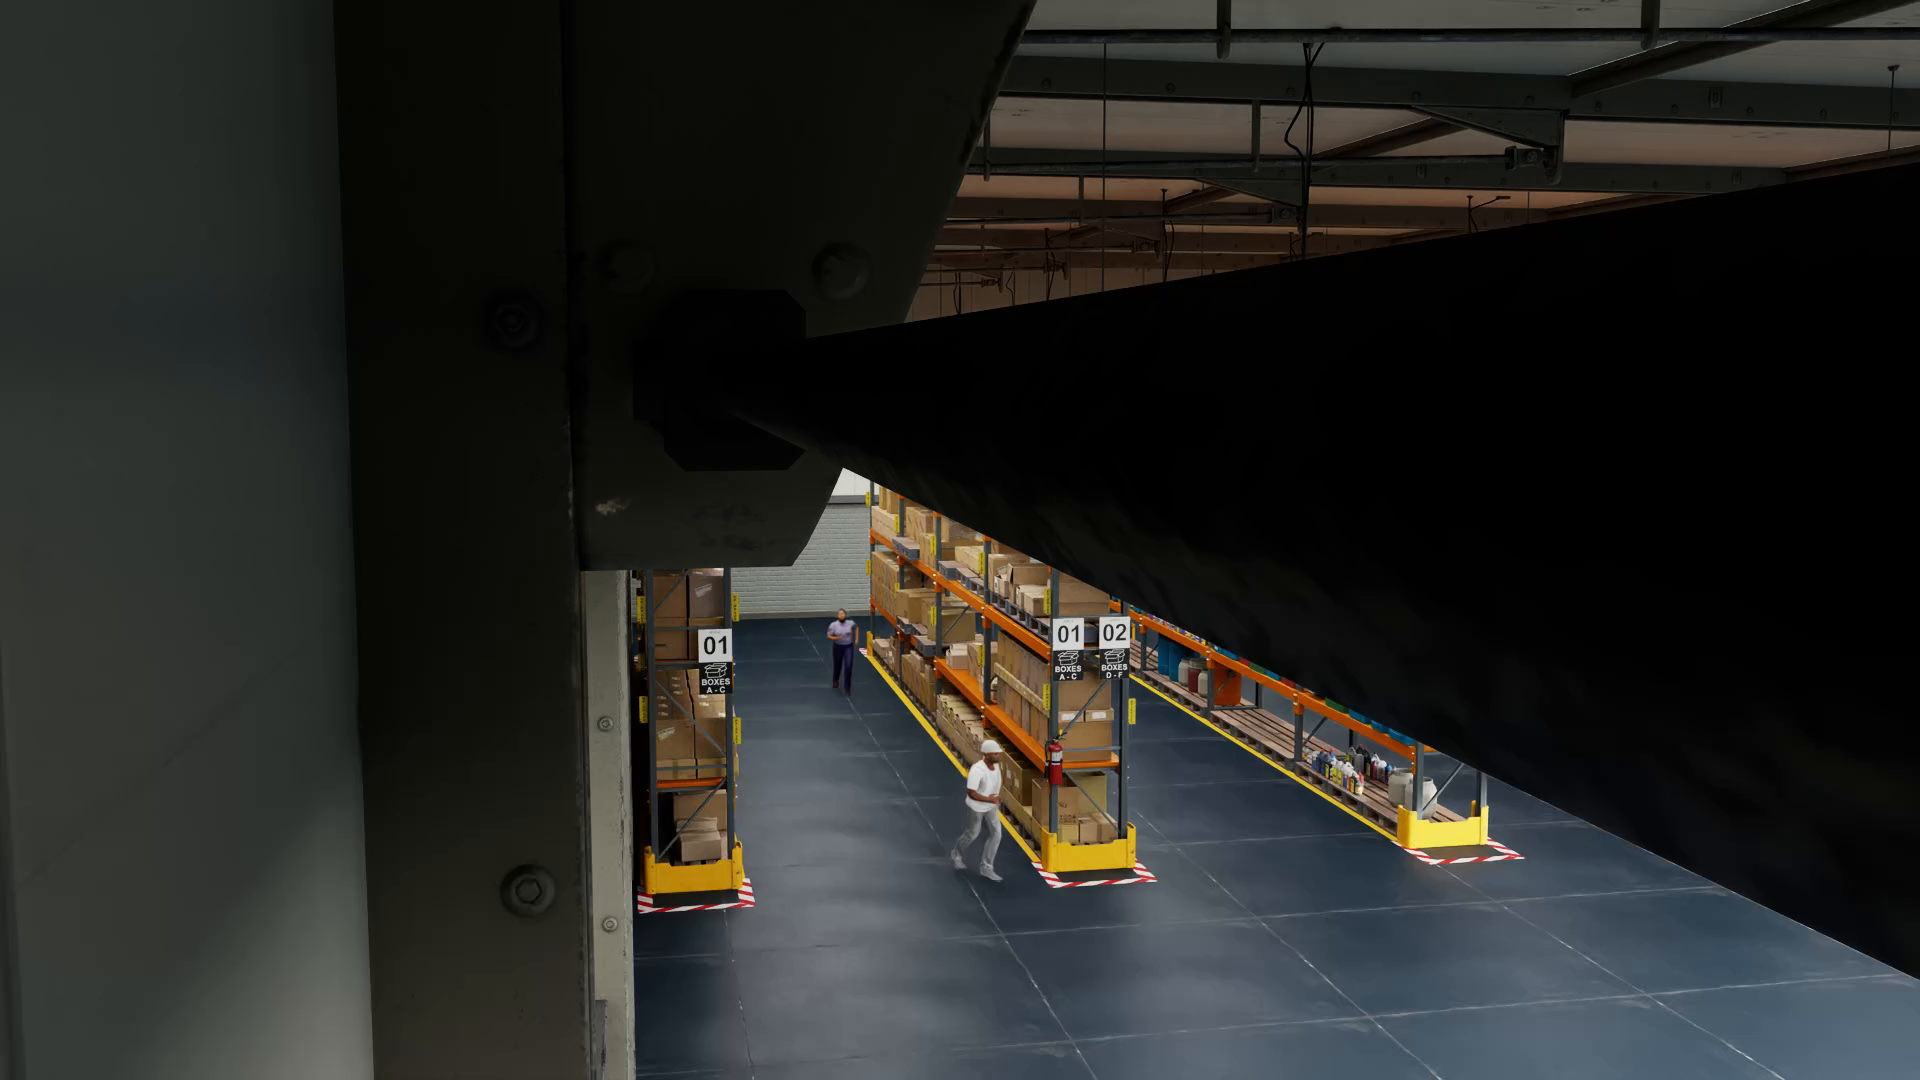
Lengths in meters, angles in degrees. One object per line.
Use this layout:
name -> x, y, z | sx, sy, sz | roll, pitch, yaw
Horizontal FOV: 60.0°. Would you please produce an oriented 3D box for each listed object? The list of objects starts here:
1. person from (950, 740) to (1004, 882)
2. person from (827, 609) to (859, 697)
person -> 0.205, 3.321, 20.645 | 0.796, 1.767, 0.690 | 5, 8, 40
person -> -2.267, 2.156, 32.253 | 0.604, 1.689, 0.901 | 0, 6, -4
